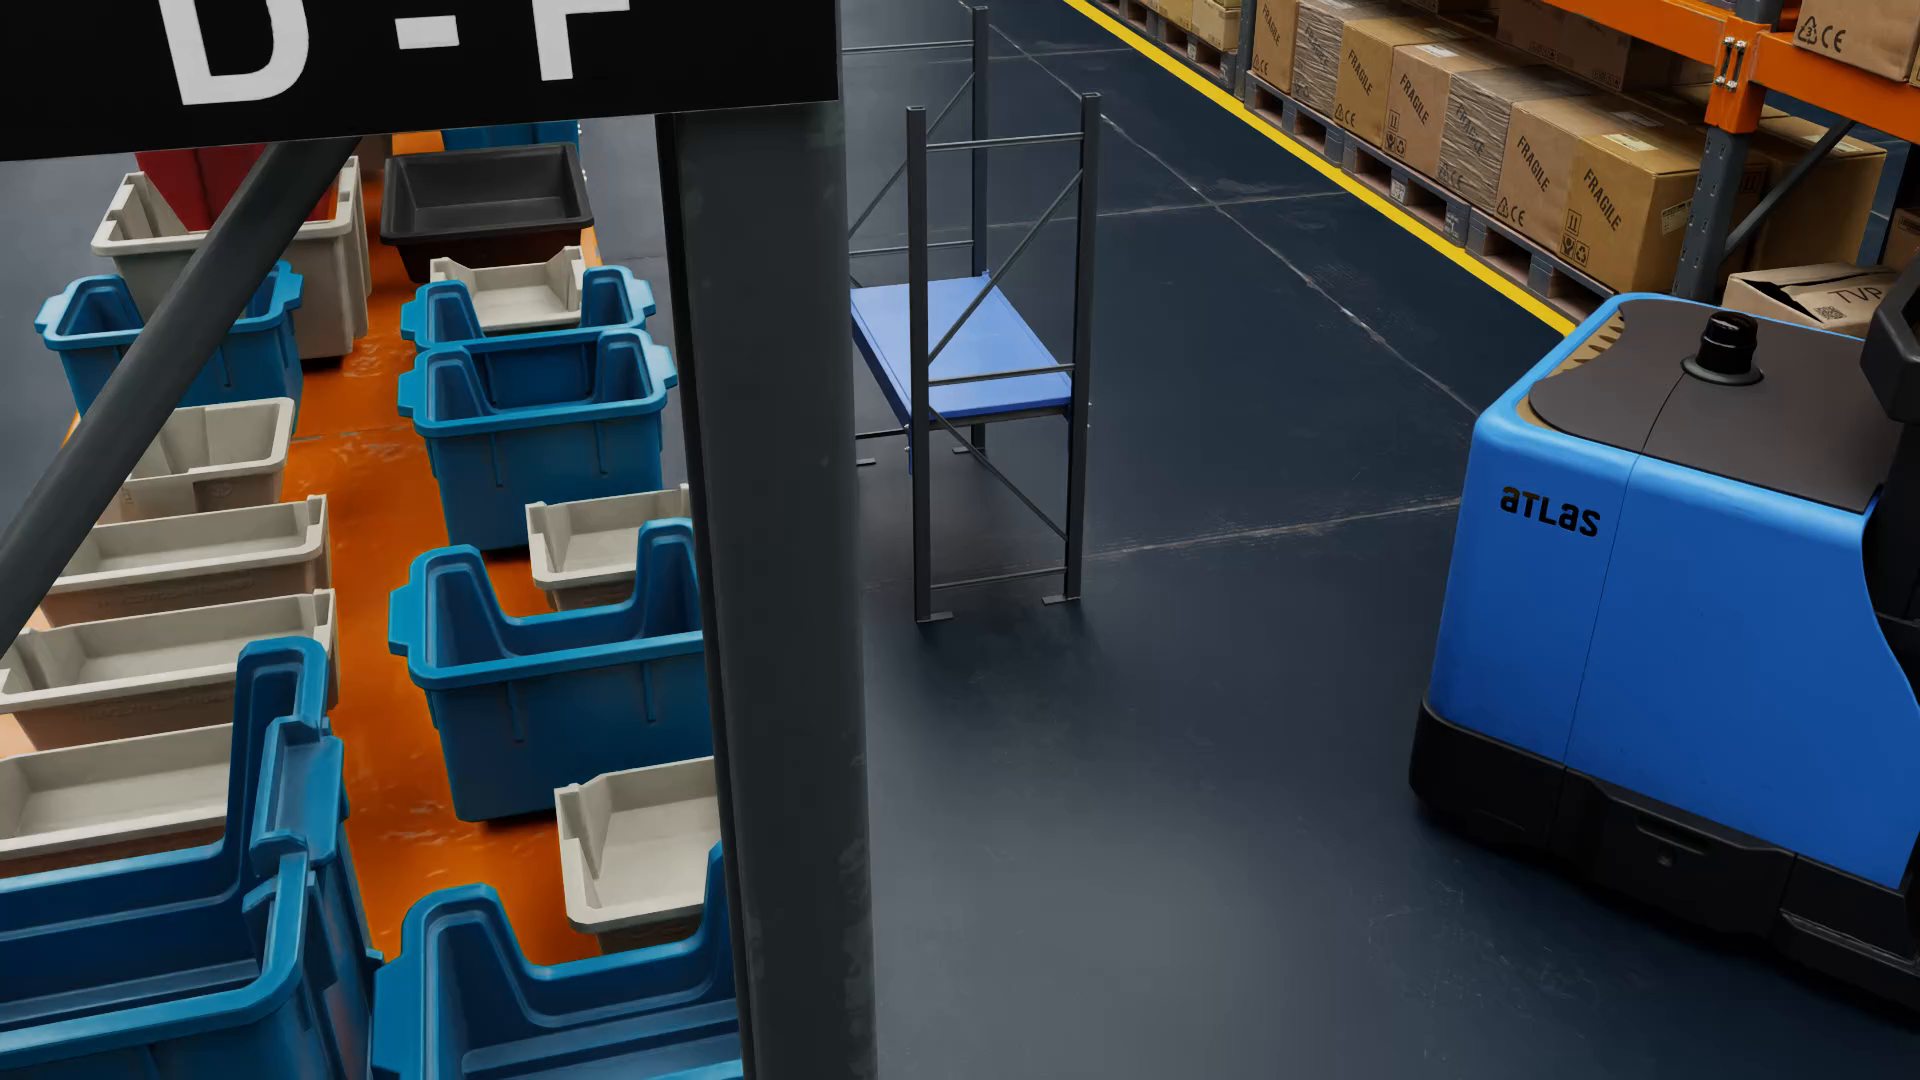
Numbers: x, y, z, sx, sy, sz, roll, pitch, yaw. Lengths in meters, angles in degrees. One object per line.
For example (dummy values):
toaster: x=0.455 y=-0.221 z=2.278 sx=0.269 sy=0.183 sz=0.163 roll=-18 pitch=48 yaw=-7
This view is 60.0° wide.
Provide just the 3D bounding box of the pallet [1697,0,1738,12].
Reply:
pallet: x=3.052 y=-2.309 z=6.436 sx=1.003 sy=0.211 sz=1.213 roll=-8 pitch=31 yaw=-13

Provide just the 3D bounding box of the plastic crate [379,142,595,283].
plastic crate: x=-1.061 y=-0.737 z=3.743 sx=0.437 sy=0.125 sz=0.590 roll=-8 pitch=31 yaw=-13

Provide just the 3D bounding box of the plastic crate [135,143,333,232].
plastic crate: x=-1.622 y=-0.924 z=3.728 sx=0.402 sy=0.464 sz=0.583 roll=-8 pitch=31 yaw=-13

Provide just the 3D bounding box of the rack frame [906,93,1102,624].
rack frame: x=0.112 y=-0.445 z=4.521 sx=0.500 sy=1.500 sz=0.032 roll=-8 pitch=31 yaw=-13

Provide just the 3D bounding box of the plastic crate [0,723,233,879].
plastic crate: x=-0.947 y=0.316 z=1.914 sx=0.396 sy=0.136 sz=0.243 roll=-8 pitch=31 yaw=-13

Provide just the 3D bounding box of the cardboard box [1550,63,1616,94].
cardboard box: x=2.988 y=-1.864 z=7.533 sx=0.500 sy=0.500 sz=0.500 roll=-7 pitch=31 yaw=-13

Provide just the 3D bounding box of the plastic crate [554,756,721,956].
plastic crate: x=-0.309 y=0.357 z=1.843 sx=0.250 sy=0.136 sz=0.298 roll=-8 pitch=31 yaw=-13

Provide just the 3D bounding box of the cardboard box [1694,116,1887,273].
cardboard box: x=3.266 y=-1.366 z=6.672 sx=0.500 sy=0.500 sz=0.500 roll=-9 pitch=31 yaw=-16

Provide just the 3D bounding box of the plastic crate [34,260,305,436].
plastic crate: x=-1.348 y=-0.314 z=2.905 sx=0.416 sy=0.233 sz=0.300 roll=-8 pitch=31 yaw=-13

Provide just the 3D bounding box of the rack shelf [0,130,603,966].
rack shelf: x=-1.087 y=-0.057 z=3.073 sx=1.077 sy=0.370 sz=4.000 roll=-8 pitch=31 yaw=-13

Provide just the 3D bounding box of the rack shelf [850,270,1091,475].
rack shelf: x=-0.023 y=-0.535 z=5.036 sx=0.538 sy=0.185 sz=1.000 roll=-8 pitch=31 yaw=-13

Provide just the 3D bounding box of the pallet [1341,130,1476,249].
pallet: x=2.579 y=-1.763 z=8.085 sx=1.003 sy=0.211 sz=1.213 roll=-8 pitch=31 yaw=-13

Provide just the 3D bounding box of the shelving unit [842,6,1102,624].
shelving unit: x=-0.023 y=-0.690 z=4.945 sx=0.538 sy=1.500 sz=1.048 roll=-8 pitch=31 yaw=-13

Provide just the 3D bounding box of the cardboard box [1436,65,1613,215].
cardboard box: x=2.496 y=-1.782 z=7.391 sx=0.500 sy=0.500 sz=0.500 roll=-7 pitch=31 yaw=-13

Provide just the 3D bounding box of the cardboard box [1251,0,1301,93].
cardboard box: x=1.943 y=-2.774 z=9.104 sx=0.500 sy=0.500 sz=0.500 roll=-7 pitch=31 yaw=-11

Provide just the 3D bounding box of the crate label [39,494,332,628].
crate label: x=-1.107 y=0.043 z=2.385 sx=0.396 sy=0.136 sz=0.243 roll=-8 pitch=31 yaw=-13

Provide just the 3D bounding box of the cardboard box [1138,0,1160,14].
cardboard box: x=1.452 y=-3.628 z=10.850 sx=0.500 sy=0.250 sz=0.500 roll=-7 pitch=31 yaw=-12

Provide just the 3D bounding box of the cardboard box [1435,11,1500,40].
cardboard box: x=2.709 y=-2.361 z=8.391 sx=0.500 sy=0.500 sz=0.500 roll=-9 pitch=31 yaw=-15

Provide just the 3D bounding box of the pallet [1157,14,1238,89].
pallet: x=1.917 y=-3.119 z=10.428 sx=1.003 sy=0.211 sz=1.213 roll=-8 pitch=31 yaw=-13

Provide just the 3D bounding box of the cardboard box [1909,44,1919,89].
cardboard box: x=3.171 y=-1.505 z=4.757 sx=0.500 sy=0.500 sz=0.500 roll=-7 pitch=31 yaw=-12

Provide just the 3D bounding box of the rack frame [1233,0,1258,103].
rack frame: x=2.097 y=-3.923 z=9.034 sx=1.000 sy=3.000 sz=0.127 roll=-8 pitch=31 yaw=-13

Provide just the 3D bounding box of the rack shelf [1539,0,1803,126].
rack shelf: x=2.628 y=-2.646 z=7.545 sx=1.077 sy=0.370 sz=4.000 roll=-8 pitch=31 yaw=-13

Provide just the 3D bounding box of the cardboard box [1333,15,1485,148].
cardboard box: x=2.215 y=-2.279 z=8.249 sx=0.500 sy=0.500 sz=0.500 roll=-8 pitch=31 yaw=-14

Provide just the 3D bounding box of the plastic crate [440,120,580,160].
plastic crate: x=-1.165 y=-1.173 z=4.239 sx=0.392 sy=0.384 sz=0.575 roll=-8 pitch=31 yaw=-13

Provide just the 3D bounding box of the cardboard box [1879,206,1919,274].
cardboard box: x=3.584 y=-0.862 z=5.802 sx=0.500 sy=0.500 sz=0.500 roll=-8 pitch=31 yaw=-13

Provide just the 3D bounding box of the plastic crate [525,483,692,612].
plastic crate: x=-0.489 y=0.029 z=2.409 sx=0.250 sy=0.136 sz=0.298 roll=-8 pitch=31 yaw=-13

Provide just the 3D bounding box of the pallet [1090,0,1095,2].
pallet: x=1.269 y=-4.298 z=12.464 sx=1.003 sy=0.211 sz=1.213 roll=-8 pitch=31 yaw=-13

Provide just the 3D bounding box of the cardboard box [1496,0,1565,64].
cardboard box: x=2.867 y=-2.416 z=7.737 sx=0.500 sy=0.250 sz=0.500 roll=-8 pitch=31 yaw=-14

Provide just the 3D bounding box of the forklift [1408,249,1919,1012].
forklift: x=2.582 y=-0.351 z=2.931 sx=3.031 sy=2.935 sz=1.130 roll=21 pitch=36 yaw=31

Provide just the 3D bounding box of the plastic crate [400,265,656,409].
plastic crate: x=-0.733 y=-0.300 z=2.881 sx=0.416 sy=0.233 sz=0.300 roll=-8 pitch=31 yaw=-13

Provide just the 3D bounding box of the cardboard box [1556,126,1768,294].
cardboard box: x=2.752 y=-1.300 z=6.558 sx=0.500 sy=0.500 sz=0.500 roll=-8 pitch=31 yaw=-14

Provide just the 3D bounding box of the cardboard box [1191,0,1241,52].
cardboard box: x=1.723 y=-3.137 z=10.000 sx=0.500 sy=0.250 sz=0.500 roll=-7 pitch=31 yaw=-12
